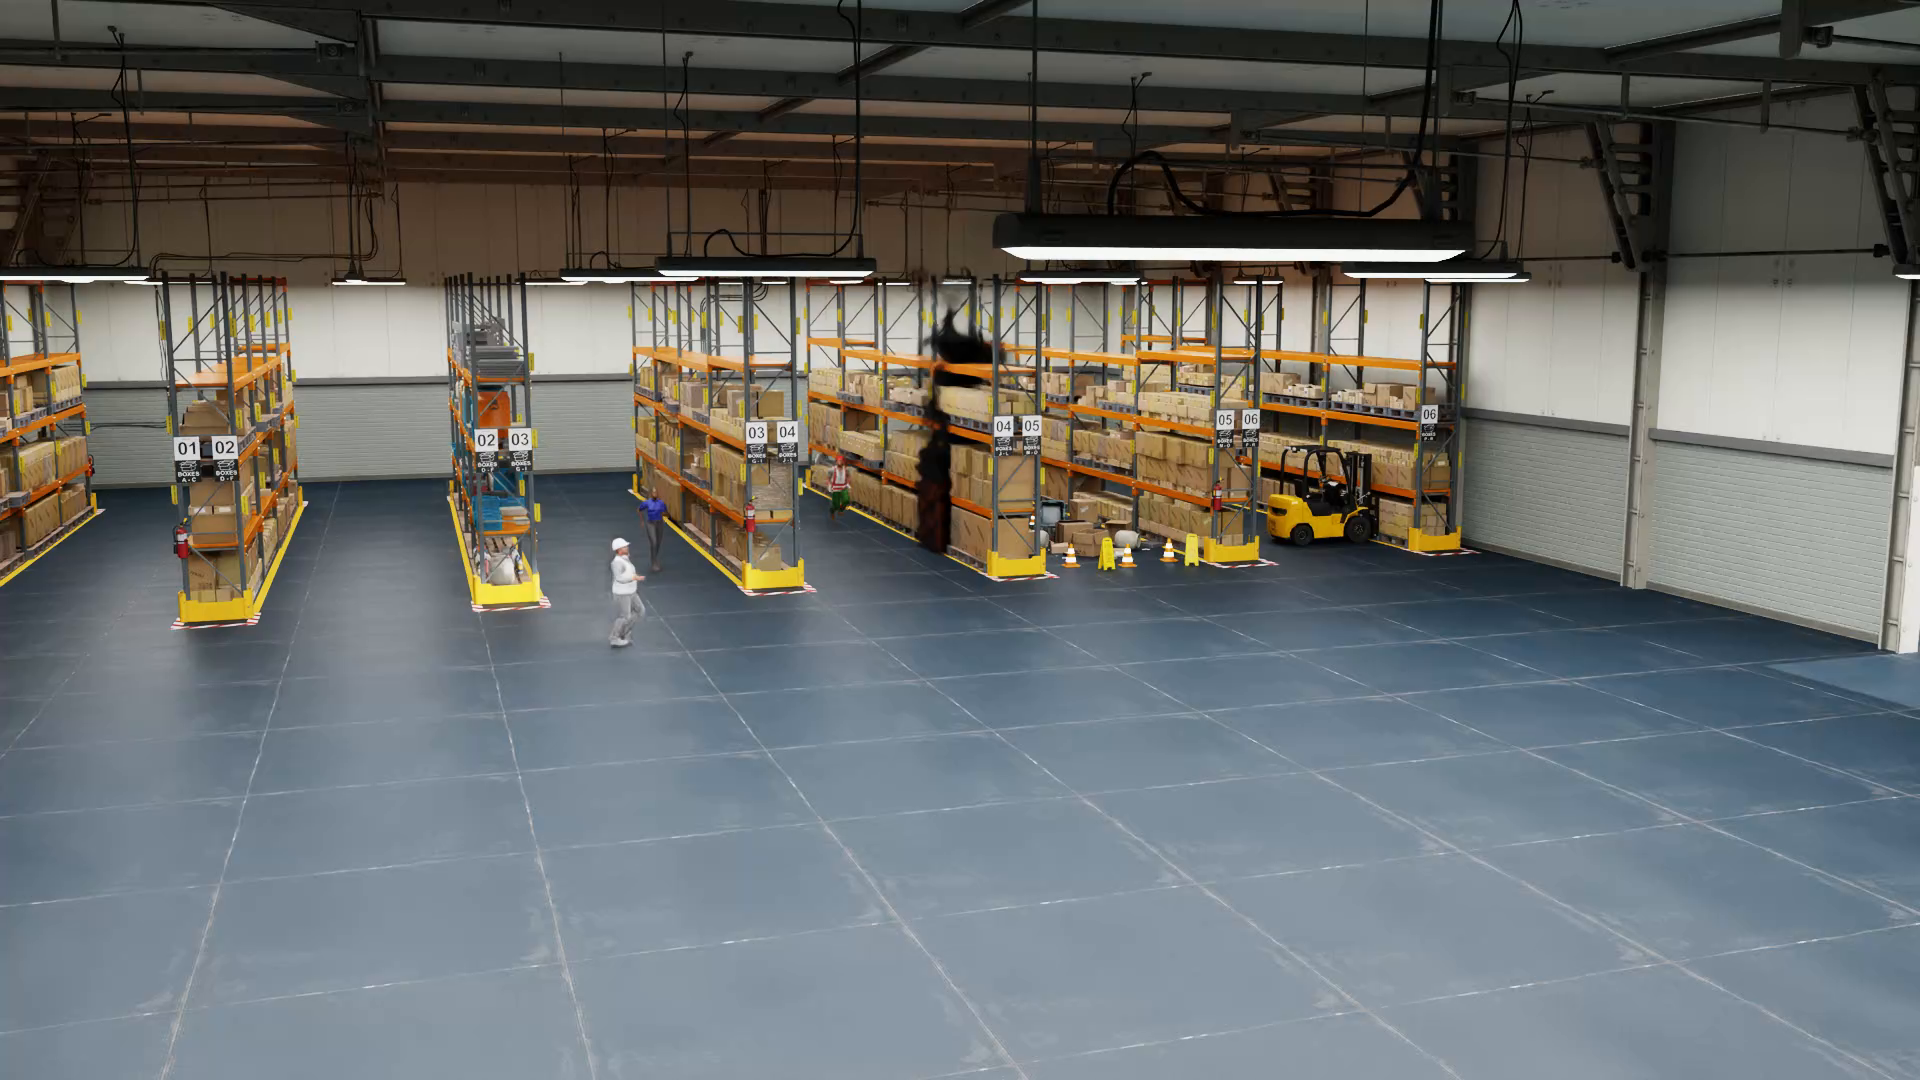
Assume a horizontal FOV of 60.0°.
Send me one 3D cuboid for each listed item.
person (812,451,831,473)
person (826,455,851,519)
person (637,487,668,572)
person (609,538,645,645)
[{"bbox_3d":[-4.149,-2.664,49.703,1.021,1.737,0.715,-3,9,-17],"label":"person"},{"bbox_3d":[-2.927,-1.268,40.283,0.646,1.601,0.849,-3,9,-20],"label":"person"},{"bbox_3d":[-6.271,-0.221,34.108,0.547,1.704,0.777,-6,10,-33],"label":"person"},{"bbox_3d":[-5.334,0.844,26.708,0.647,1.767,0.642,1,9,6],"label":"person"}]
